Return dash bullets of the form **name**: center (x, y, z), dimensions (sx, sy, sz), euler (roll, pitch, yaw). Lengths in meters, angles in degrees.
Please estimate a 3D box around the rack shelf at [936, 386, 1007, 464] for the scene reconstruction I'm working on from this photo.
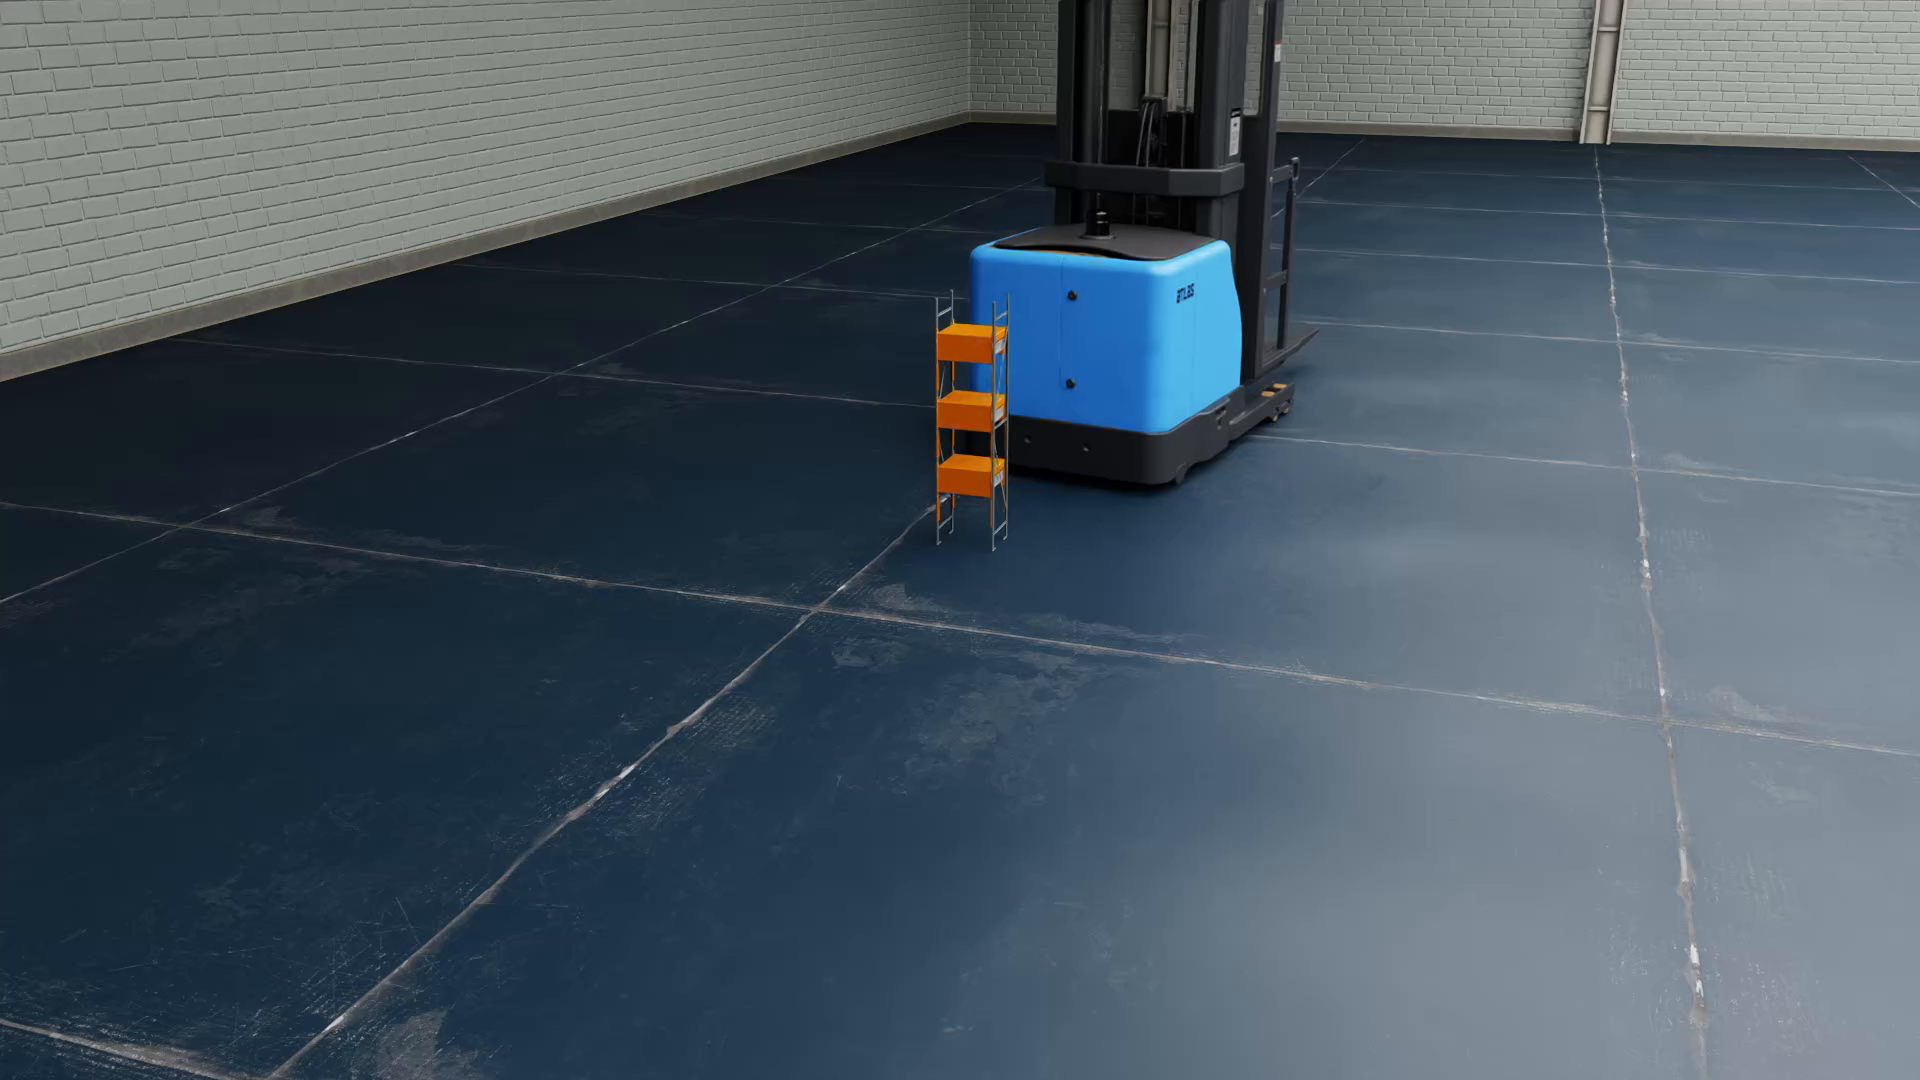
- **rack shelf**: center (0.051, -0.480, 6.890), dimensions (0.240, 0.259, 0.215), euler (7, 20, 18)

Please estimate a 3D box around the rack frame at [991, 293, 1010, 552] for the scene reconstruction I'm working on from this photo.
- **rack frame**: center (0.166, -0.477, 6.849), dimensions (0.008, 1.050, 0.200), euler (7, 20, 18)

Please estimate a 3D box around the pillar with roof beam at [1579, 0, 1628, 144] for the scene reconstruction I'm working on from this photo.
- **pillar with roof beam**: center (7.170, -8.285, 17.174), dimensions (0.400, 9.000, 9.100), euler (7, 20, 18)

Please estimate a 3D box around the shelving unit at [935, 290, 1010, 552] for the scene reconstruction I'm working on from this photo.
- **shelving unit**: center (0.051, -0.490, 6.887), dimensions (0.252, 1.050, 0.215), euler (7, 20, 18)

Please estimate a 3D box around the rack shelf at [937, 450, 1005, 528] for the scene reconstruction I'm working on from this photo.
- **rack shelf**: center (0.051, -0.218, 6.982), dimensions (0.240, 0.259, 0.215), euler (7, 20, 18)

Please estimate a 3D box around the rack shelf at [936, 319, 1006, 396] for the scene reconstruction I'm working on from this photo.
- **rack shelf**: center (0.051, -0.748, 6.797), dimensions (0.240, 0.259, 0.215), euler (7, 20, 18)

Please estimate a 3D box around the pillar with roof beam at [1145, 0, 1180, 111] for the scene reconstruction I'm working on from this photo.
- **pillar with roof beam**: center (1.502, -8.934, 19.034), dimensions (0.400, 9.000, 9.100), euler (7, 20, 18)

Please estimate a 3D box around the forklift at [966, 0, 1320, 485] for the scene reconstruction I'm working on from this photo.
- **forklift**: center (1.169, -2.076, 8.579), dimensions (1.130, 2.935, 3.031), euler (10, 22, 27)

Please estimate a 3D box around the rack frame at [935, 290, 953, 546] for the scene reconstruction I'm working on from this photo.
- **rack frame**: center (-0.065, -0.503, 6.925), dimensions (0.008, 1.050, 0.200), euler (7, 20, 18)
